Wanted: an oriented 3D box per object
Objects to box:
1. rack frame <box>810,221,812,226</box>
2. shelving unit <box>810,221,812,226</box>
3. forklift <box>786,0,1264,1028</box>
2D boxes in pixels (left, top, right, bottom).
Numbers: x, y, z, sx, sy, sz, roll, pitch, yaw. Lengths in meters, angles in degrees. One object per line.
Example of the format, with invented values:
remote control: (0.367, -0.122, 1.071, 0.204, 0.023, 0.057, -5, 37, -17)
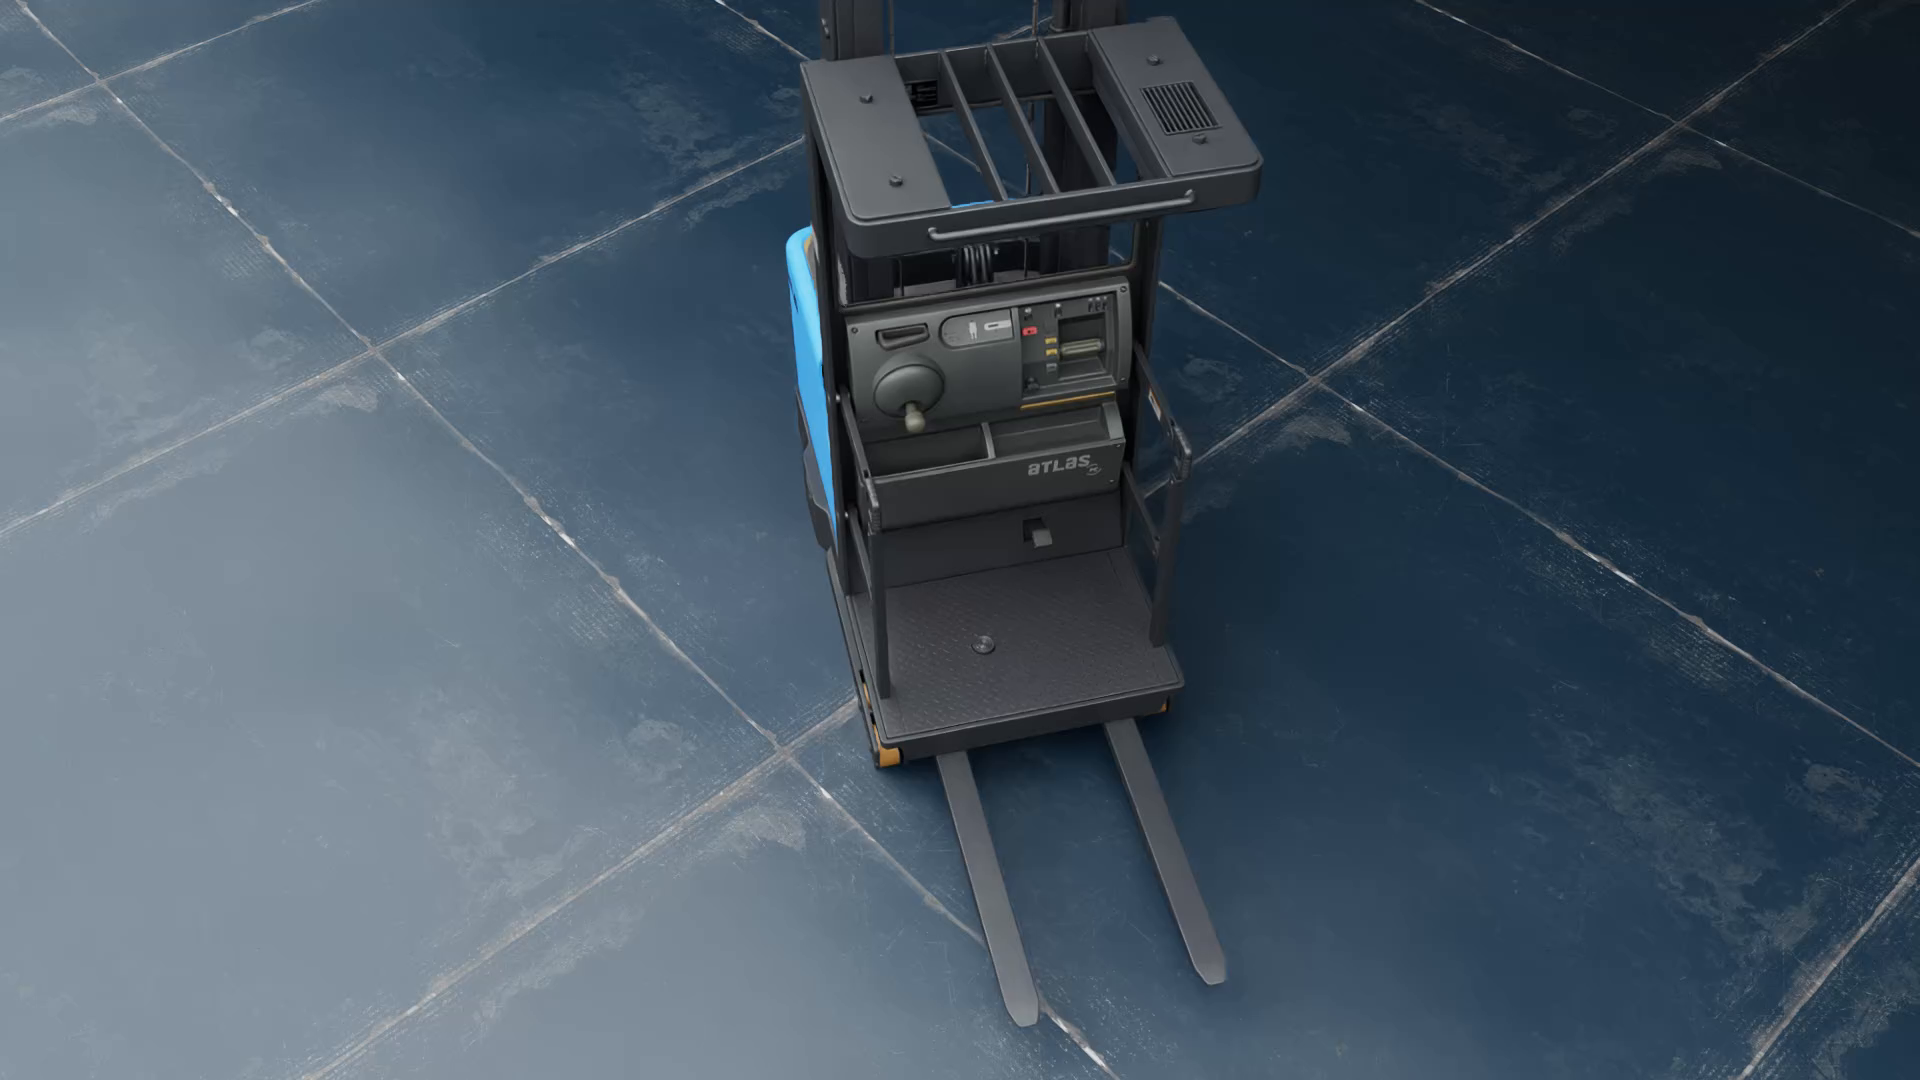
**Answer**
rack frame: (-0.510, -0.922, 6.988, 0.240, 0.900, 0.006, 32, 55, 26)
shelving unit: (-0.444, -0.979, 7.041, 0.258, 0.900, 0.210, 32, 55, 26)
forklift: (0.154, -0.493, 5.210, 1.130, 2.935, 3.031, -10, 48, -9)
